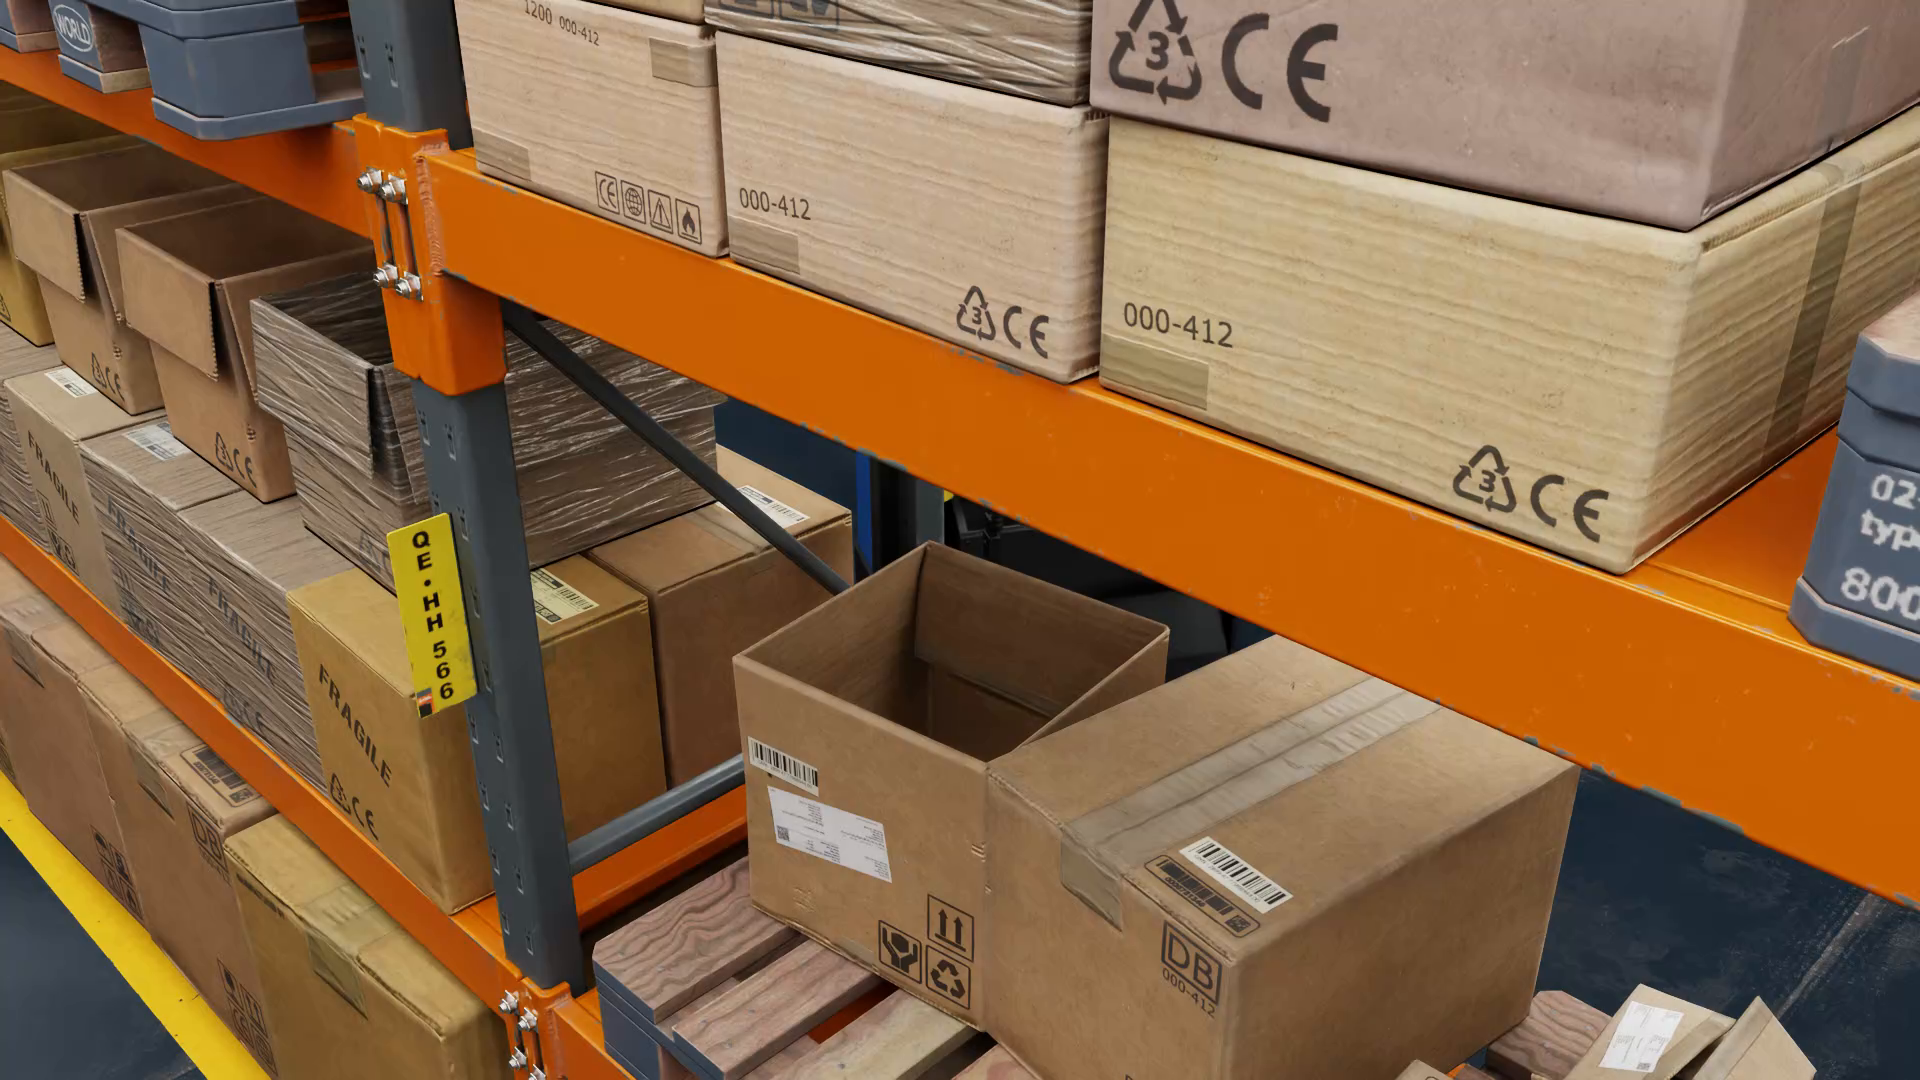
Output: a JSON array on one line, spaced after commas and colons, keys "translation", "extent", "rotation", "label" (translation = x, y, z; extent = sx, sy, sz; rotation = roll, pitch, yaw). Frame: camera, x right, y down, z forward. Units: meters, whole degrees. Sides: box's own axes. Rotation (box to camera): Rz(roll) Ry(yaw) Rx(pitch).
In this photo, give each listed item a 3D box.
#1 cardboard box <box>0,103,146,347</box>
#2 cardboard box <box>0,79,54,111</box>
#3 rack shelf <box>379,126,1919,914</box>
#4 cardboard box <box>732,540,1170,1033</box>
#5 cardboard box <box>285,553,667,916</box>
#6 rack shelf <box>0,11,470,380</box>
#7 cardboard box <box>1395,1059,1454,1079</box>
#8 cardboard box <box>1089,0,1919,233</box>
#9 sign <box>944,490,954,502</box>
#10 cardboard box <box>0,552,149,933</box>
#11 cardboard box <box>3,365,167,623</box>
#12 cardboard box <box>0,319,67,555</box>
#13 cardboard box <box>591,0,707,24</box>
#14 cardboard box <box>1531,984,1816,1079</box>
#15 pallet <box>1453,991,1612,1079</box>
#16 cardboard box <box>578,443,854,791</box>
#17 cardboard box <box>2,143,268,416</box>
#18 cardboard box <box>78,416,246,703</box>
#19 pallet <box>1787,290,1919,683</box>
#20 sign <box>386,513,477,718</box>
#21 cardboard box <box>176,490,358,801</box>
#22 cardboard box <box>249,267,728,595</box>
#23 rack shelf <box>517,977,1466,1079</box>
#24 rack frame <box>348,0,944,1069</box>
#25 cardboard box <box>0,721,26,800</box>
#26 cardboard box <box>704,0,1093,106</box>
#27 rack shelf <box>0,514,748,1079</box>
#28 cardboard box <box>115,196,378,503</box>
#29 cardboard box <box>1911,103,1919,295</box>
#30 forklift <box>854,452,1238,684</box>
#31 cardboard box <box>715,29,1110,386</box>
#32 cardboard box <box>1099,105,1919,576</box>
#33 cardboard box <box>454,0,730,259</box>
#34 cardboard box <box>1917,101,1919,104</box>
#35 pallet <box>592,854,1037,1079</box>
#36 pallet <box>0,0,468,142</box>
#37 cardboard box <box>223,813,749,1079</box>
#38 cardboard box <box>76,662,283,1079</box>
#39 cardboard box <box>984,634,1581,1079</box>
[{"translation": [-2.332, -0.914, 4.579], "extent": [0.797, 0.503, 0.637], "rotation": [-25, 37, -39], "label": "cardboard box"}, {"translation": [-2.813, -1.141, 5.012], "extent": [0.637, 0.503, 0.797], "rotation": [23, 36, 37], "label": "cardboard box"}, {"translation": [1.004, 0.090, 1.406], "extent": [4.000, 0.370, 1.077], "rotation": [25, 36, 38], "label": "rack shelf"}, {"translation": [-0.009, 0.379, 2.747], "extent": [0.500, 0.500, 0.500], "rotation": [20, 33, 33], "label": "cardboard box"}, {"translation": [-0.948, 0.323, 3.305], "extent": [0.500, 0.500, 0.500], "rotation": [-24, 36, -38], "label": "cardboard box"}, {"translation": [-1.849, -1.215, 3.888], "extent": [4.000, 0.370, 1.077], "rotation": [25, 36, 38], "label": "rack shelf"}, {"translation": [0.611, 0.950, 1.930], "extent": [0.500, 0.250, 0.500], "rotation": [23, 36, 37], "label": "cardboard box"}, {"translation": [0.455, -0.580, 1.262], "extent": [0.500, 0.500, 0.500], "rotation": [23, 36, 37], "label": "cardboard box"}, {"translation": [-0.049, -0.214, 3.275], "extent": [0.005, 0.325, 0.100], "rotation": [25, 36, 38], "label": "sign"}, {"translation": [-2.167, 0.389, 5.119], "extent": [0.875, 0.875, 1.225], "rotation": [23, 36, 37], "label": "cardboard box"}, {"translation": [-2.034, -0.176, 4.254], "extent": [0.500, 0.500, 0.500], "rotation": [-24, 36, -38], "label": "cardboard box"}, {"translation": [-2.406, -0.343, 4.572], "extent": [0.500, 0.500, 0.500], "rotation": [24, 36, 37], "label": "cardboard box"}, {"translation": [-0.268, -0.908, 1.886], "extent": [0.500, 0.500, 0.500], "rotation": [-25, 37, -39], "label": "cardboard box"}, {"translation": [0.956, 0.774, 2.247], "extent": [0.258, 0.266, 0.396], "rotation": [23, 36, 37], "label": "cardboard box"}, {"translation": [1.018, 1.164, 2.020], "extent": [1.213, 0.211, 1.003], "rotation": [25, 36, 38], "label": "pallet"}, {"translation": [-0.578, 0.153, 3.628], "extent": [0.500, 0.500, 0.500], "rotation": [-24, 36, -38], "label": "cardboard box"}, {"translation": [-1.878, -0.716, 4.203], "extent": [0.797, 0.503, 0.637], "rotation": [-24, 36, -38], "label": "cardboard box"}, {"translation": [-1.672, -0.010, 3.938], "extent": [0.500, 0.500, 0.500], "rotation": [23, 36, 37], "label": "cardboard box"}, {"translation": [1.323, -0.067, 1.133], "extent": [1.003, 0.211, 1.213], "rotation": [25, 36, 38], "label": "pallet"}, {"translation": [-0.809, 0.119, 2.556], "extent": [0.005, 0.325, 0.100], "rotation": [25, 36, 38], "label": "sign"}, {"translation": [-1.299, 0.159, 3.618], "extent": [0.500, 0.500, 0.500], "rotation": [24, 36, 38], "label": "cardboard box"}, {"translation": [-0.932, -0.286, 3.385], "extent": [0.797, 0.503, 0.637], "rotation": [-24, 36, -38], "label": "cardboard box"}, {"translation": [1.004, 1.417, 2.104], "extent": [4.000, 0.370, 1.077], "rotation": [25, 36, 38], "label": "rack shelf"}, {"translation": [-0.420, 0.445, 3.180], "extent": [0.053, 2.616, 0.949], "rotation": [25, 36, 38], "label": "rack frame"}, {"translation": [-2.804, 0.098, 5.672], "extent": [0.875, 0.875, 1.225], "rotation": [25, 36, 39], "label": "cardboard box"}, {"translation": [0.091, -0.741, 1.569], "extent": [0.500, 0.500, 0.500], "rotation": [25, 37, 39], "label": "cardboard box"}, {"translation": [-1.849, 0.112, 4.587], "extent": [4.000, 0.370, 1.077], "rotation": [25, 36, 38], "label": "rack shelf"}, {"translation": [-1.395, -0.499, 3.791], "extent": [0.797, 0.503, 0.637], "rotation": [-24, 36, -38], "label": "cardboard box"}, {"translation": [0.808, -0.419, 1.762], "extent": [0.500, 0.250, 0.500], "rotation": [-24, 36, -38], "label": "cardboard box"}, {"translation": [0.489, -0.436, 4.930], "extent": [1.130, 2.935, 3.031], "rotation": [-8, 29, -14], "label": "forklift"}, {"translation": [0.100, -0.409, 1.744], "extent": [0.500, 0.250, 0.500], "rotation": [-24, 36, -38], "label": "cardboard box"}, {"translation": [0.473, -0.245, 1.431], "extent": [0.500, 0.250, 0.500], "rotation": [-24, 36, -38], "label": "cardboard box"}, {"translation": [-0.266, -0.577, 2.063], "extent": [0.500, 0.250, 0.500], "rotation": [-25, 36, -38], "label": "cardboard box"}, {"translation": [0.809, -0.744, 1.574], "extent": [0.500, 0.500, 0.500], "rotation": [-25, 36, -38], "label": "cardboard box"}, {"translation": [0.160, 0.728, 2.848], "extent": [1.003, 0.211, 1.213], "rotation": [25, 36, 38], "label": "pallet"}, {"translation": [-0.919, -0.990, 2.890], "extent": [1.213, 0.211, 1.003], "rotation": [-23, 36, -37], "label": "pallet"}, {"translation": [-0.900, 0.969, 4.016], "extent": [0.875, 0.875, 1.225], "rotation": [23, 35, 36], "label": "cardboard box"}, {"translation": [-1.530, 0.675, 4.574], "extent": [0.875, 0.875, 1.225], "rotation": [25, 36, 39], "label": "cardboard box"}, {"translation": [0.459, 0.528, 2.464], "extent": [0.700, 0.500, 0.500], "rotation": [-19, 33, -32], "label": "cardboard box"}]
